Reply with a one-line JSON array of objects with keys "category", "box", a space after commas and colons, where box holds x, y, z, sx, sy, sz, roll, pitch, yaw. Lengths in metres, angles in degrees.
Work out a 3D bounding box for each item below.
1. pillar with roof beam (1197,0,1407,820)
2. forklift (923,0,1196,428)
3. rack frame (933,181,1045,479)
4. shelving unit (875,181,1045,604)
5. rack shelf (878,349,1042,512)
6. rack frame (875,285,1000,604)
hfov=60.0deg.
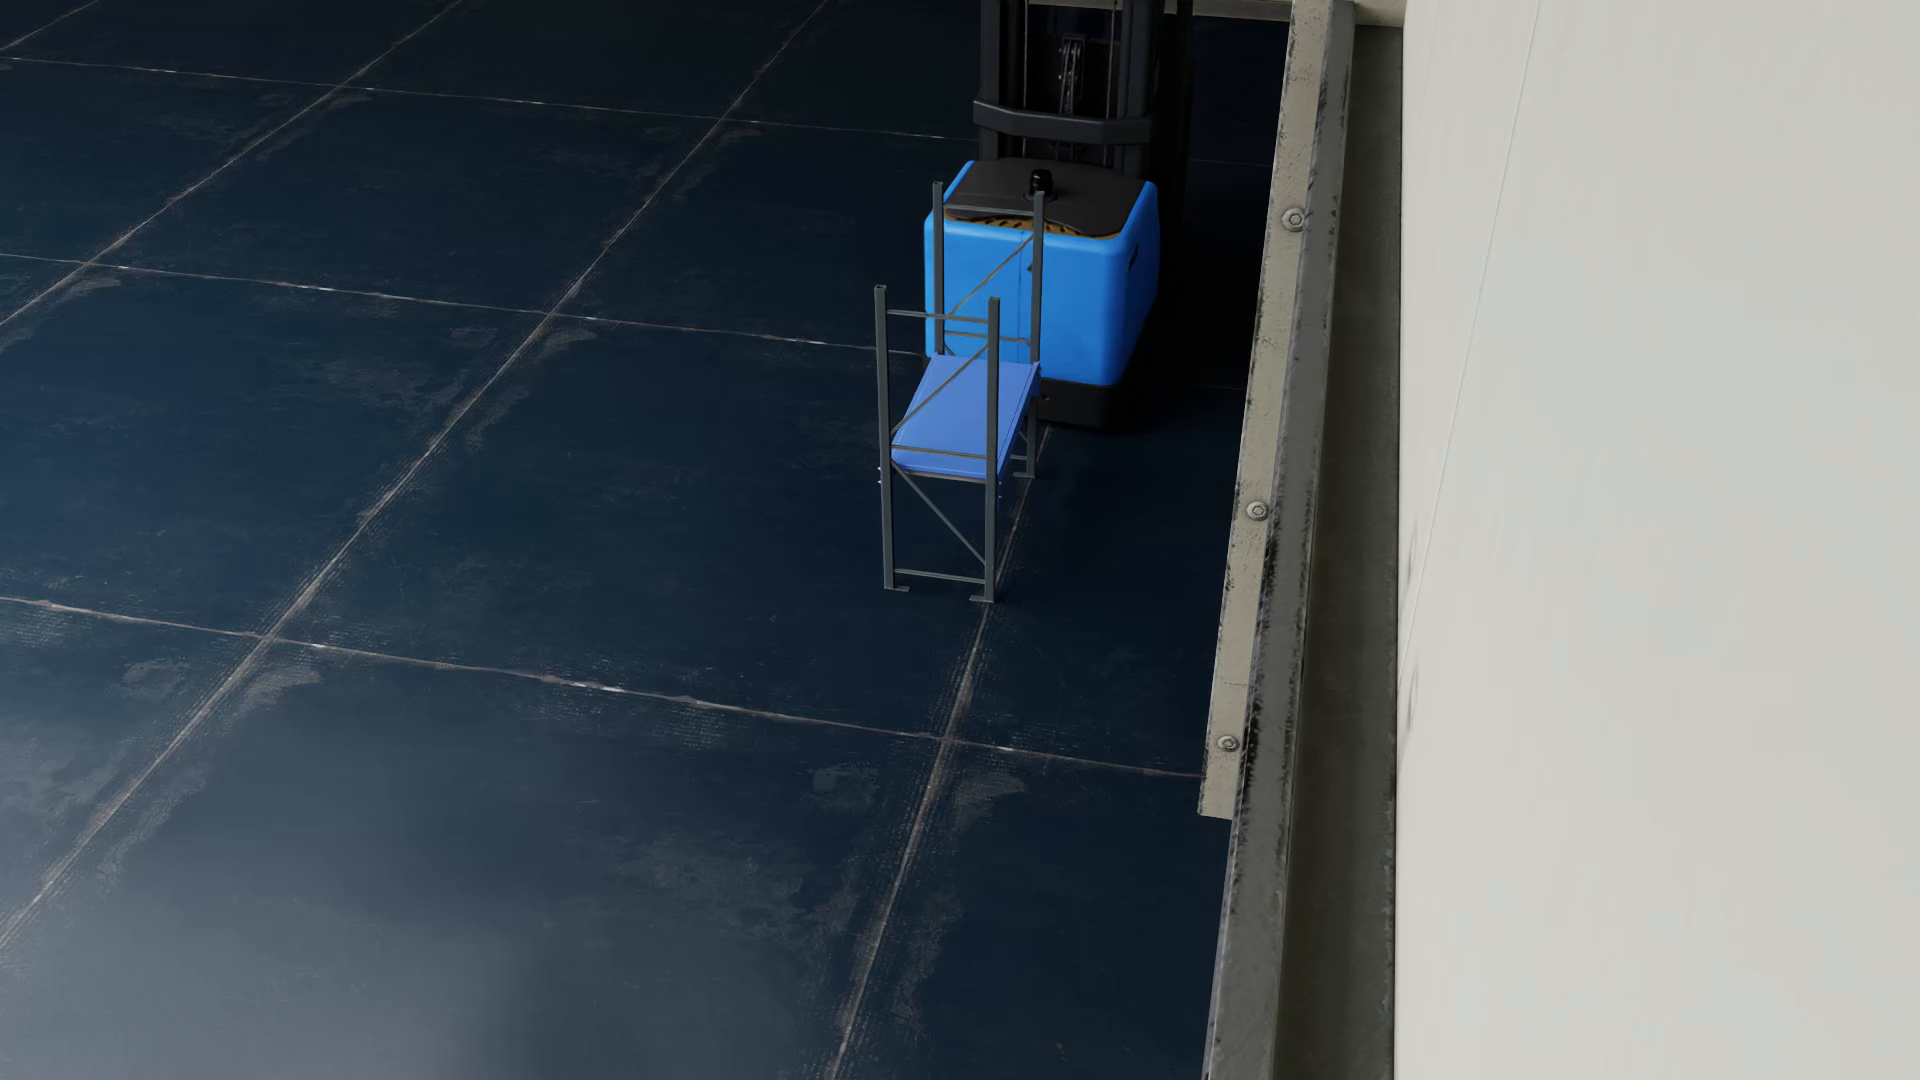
[{"category": "pillar with roof beam", "box": [-3.111, -3.237, 4.548, 9.100, 9.000, 0.400, 7, 37, 10]}, {"category": "forklift", "box": [0.712, -2.619, 8.866, 1.130, 2.935, 3.031, 10, 37, 13]}, {"category": "rack frame", "box": [0.127, -0.948, 7.779, 0.500, 1.500, 0.032, 7, 37, 10]}, {"category": "shelving unit", "box": [0.018, -0.656, 7.377, 0.538, 1.500, 1.048, 7, 37, 10]}, {"category": "rack shelf", "box": [0.018, -0.511, 7.483, 0.538, 0.185, 1.000, 7, 37, 10]}, {"category": "rack frame", "box": [-0.090, -0.365, 6.975, 0.500, 1.500, 0.032, 7, 37, 10]}]
